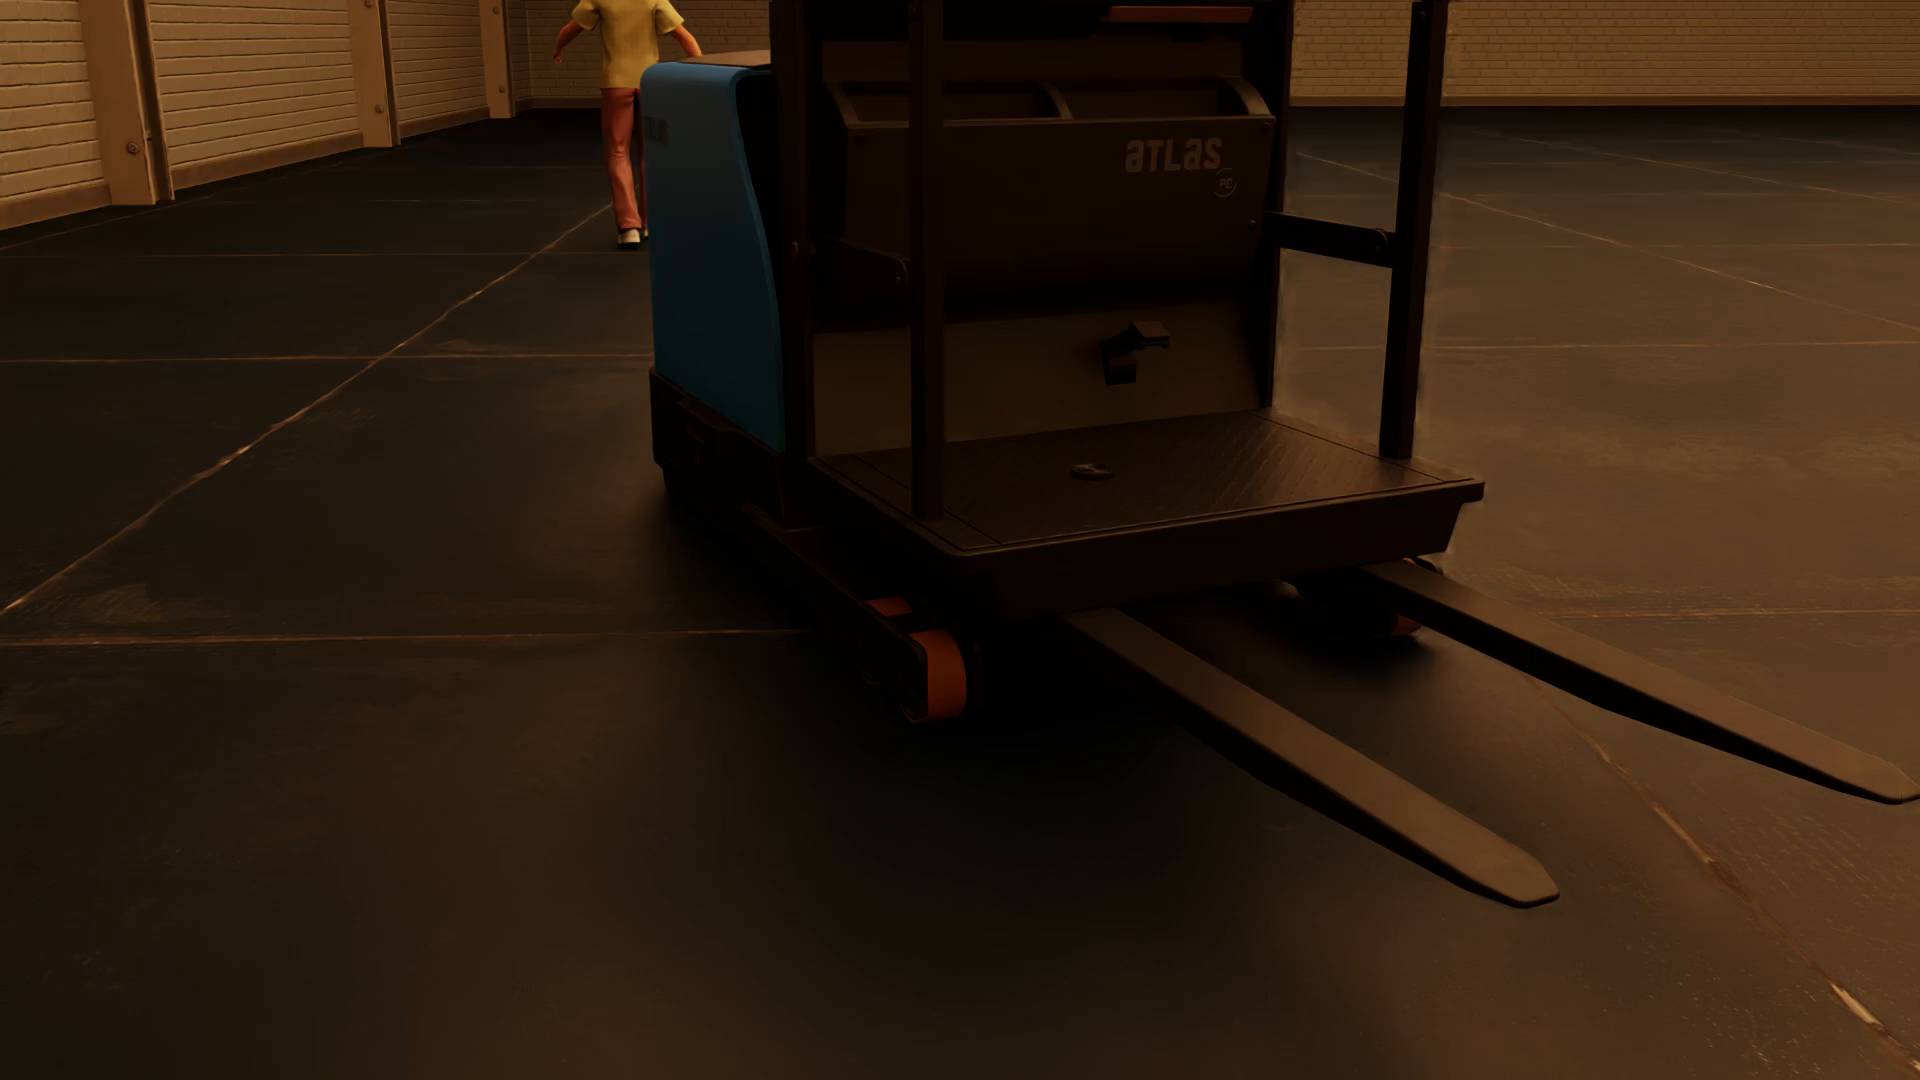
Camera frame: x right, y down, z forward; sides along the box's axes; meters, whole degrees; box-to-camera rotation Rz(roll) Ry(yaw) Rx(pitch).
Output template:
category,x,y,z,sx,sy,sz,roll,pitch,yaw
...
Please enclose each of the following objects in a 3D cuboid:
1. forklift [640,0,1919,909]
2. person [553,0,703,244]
category,x,y,z,sx,sy,sz,roll,pitch,yaw
forklift,0.280,-1.227,2.919,1.130,2.935,3.031,-8,19,-24
person,-1.792,-2.484,9.241,0.871,1.655,0.724,-4,18,-14
